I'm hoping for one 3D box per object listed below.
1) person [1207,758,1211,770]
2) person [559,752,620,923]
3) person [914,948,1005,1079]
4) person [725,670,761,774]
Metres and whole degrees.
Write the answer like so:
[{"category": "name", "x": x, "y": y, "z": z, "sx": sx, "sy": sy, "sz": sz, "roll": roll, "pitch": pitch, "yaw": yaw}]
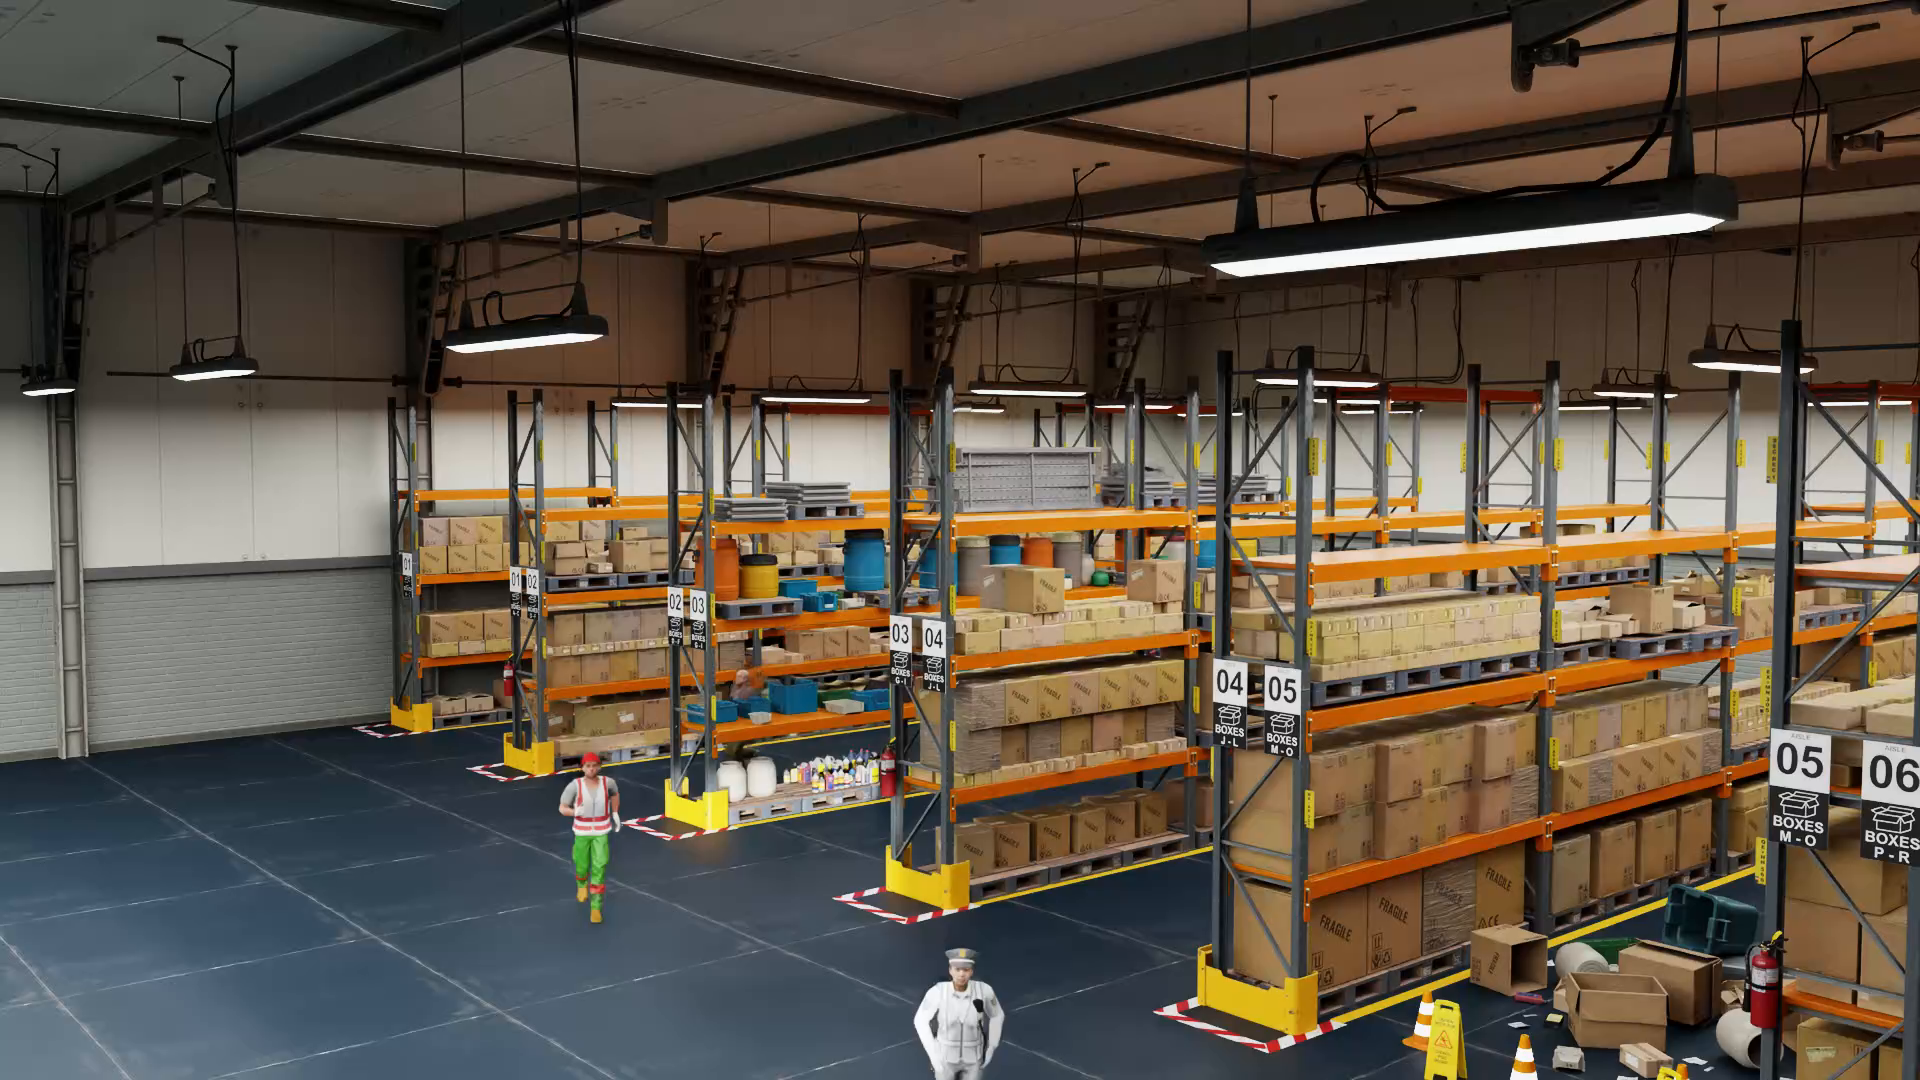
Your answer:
[{"category": "person", "x": 3.748, "y": 2.916, "z": 24.392, "sx": 0.655, "sy": 1.627, "sz": 0.569, "roll": -3, "pitch": 5, "yaw": -43}, {"category": "person", "x": -4.031, "y": 3.188, "z": 18.136, "sx": 0.665, "sy": 1.774, "sz": 0.941, "roll": -1, "pitch": 3, "yaw": -17}, {"category": "person", "x": -0.001, "y": 3.659, "z": 11.746, "sx": 0.644, "sy": 1.675, "sz": 0.739, "roll": 0, "pitch": 3, "yaw": -2}, {"category": "person", "x": -3.274, "y": 2.839, "z": 25.298, "sx": 0.724, "sy": 1.752, "sz": 0.653, "roll": 3, "pitch": 4, "yaw": 42}]
